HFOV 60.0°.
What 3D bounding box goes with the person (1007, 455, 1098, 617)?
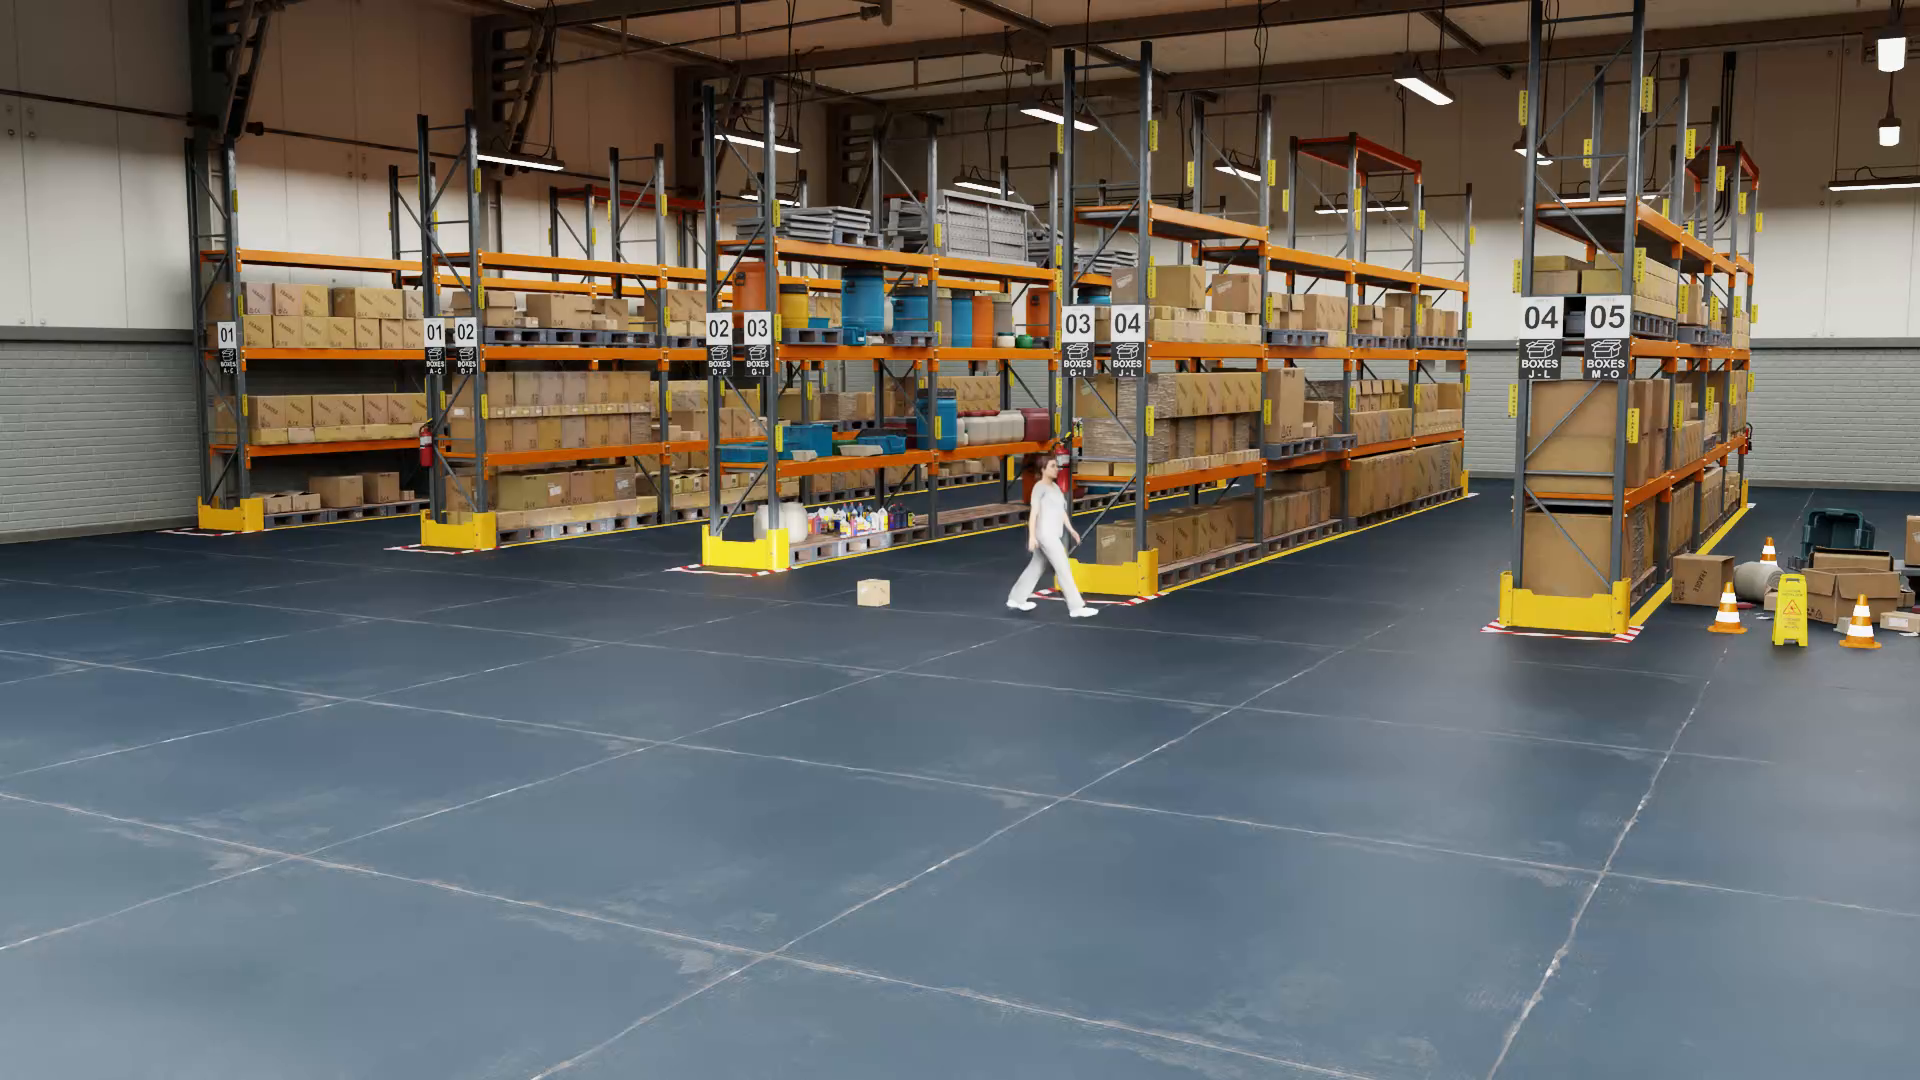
[{"bbox_3d":[0.942,-0.051,16.780,1.049,1.606,0.453,3,7,26],"label":"person"}]
